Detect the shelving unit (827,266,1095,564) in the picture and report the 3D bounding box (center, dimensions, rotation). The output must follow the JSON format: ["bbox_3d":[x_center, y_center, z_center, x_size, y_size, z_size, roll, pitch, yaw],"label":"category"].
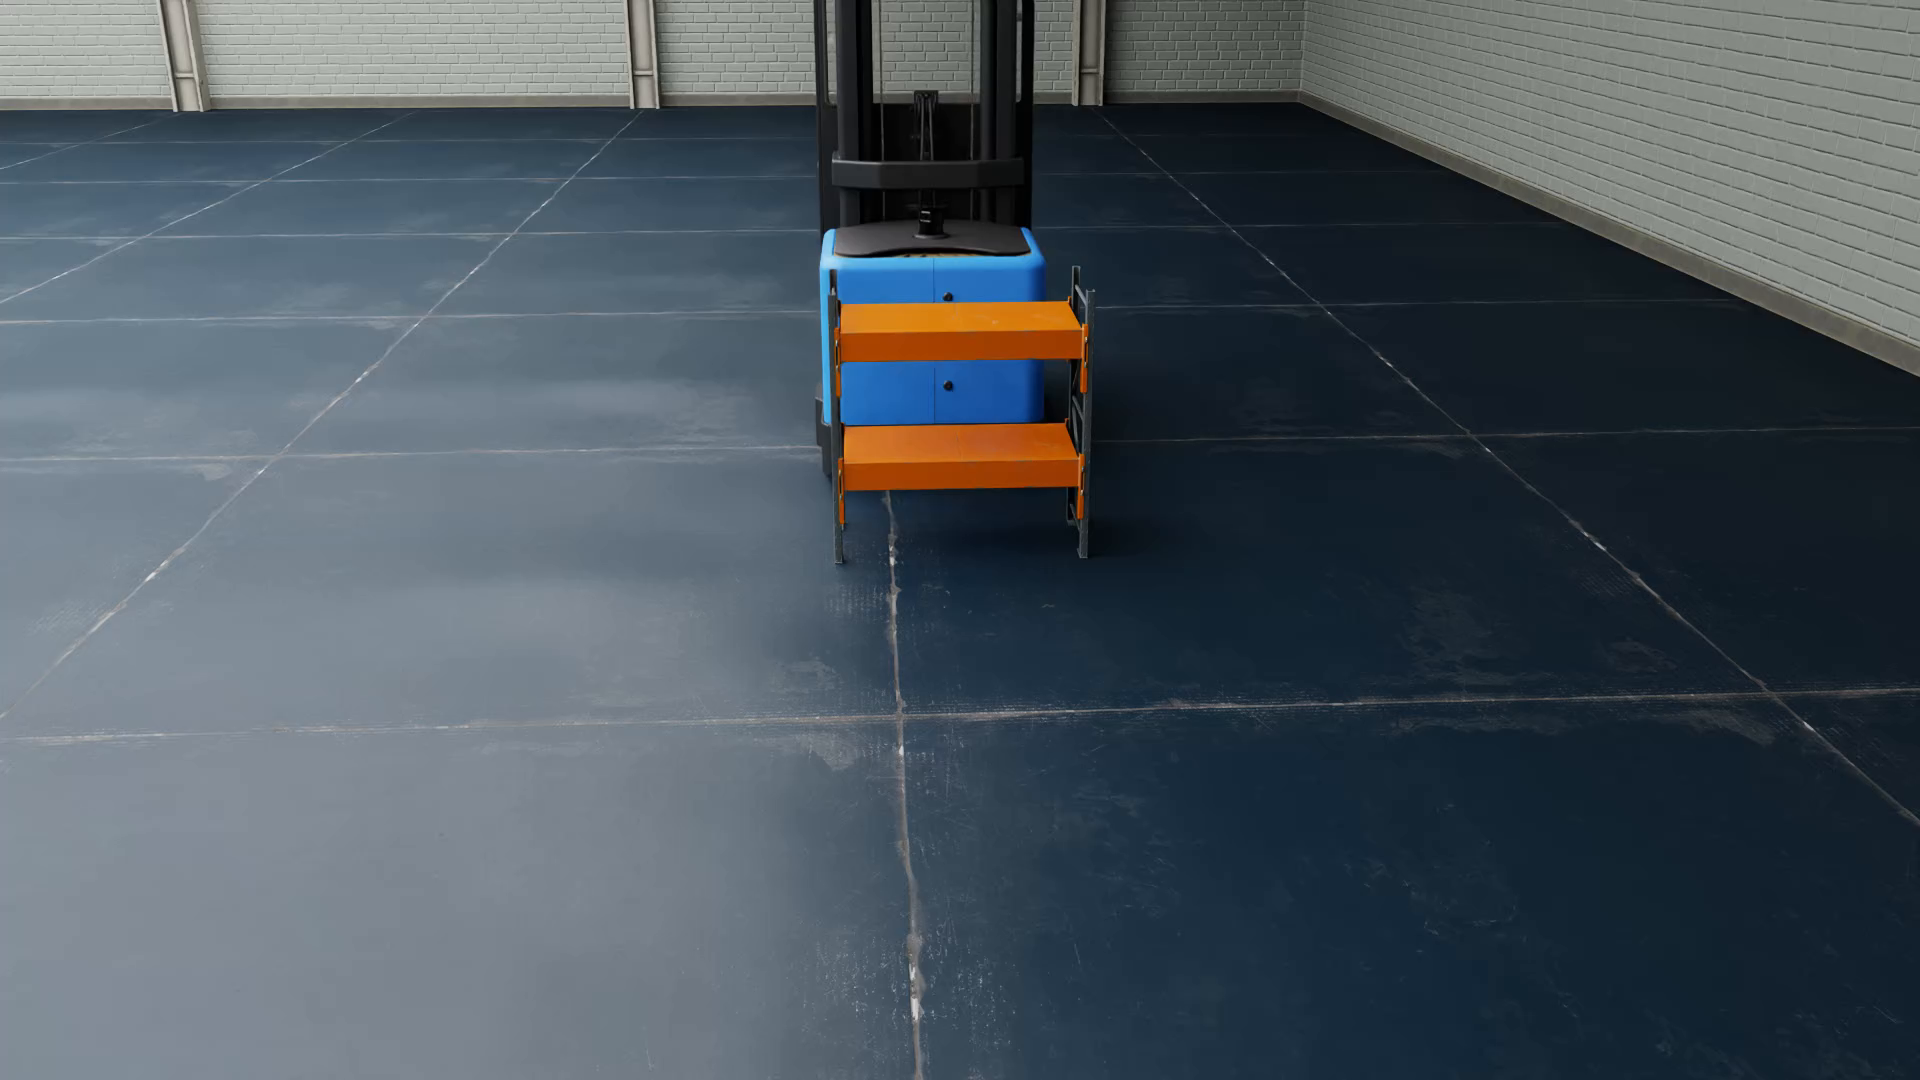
[{"bbox_3d":[-0.007,-0.526,6.920,1.048,1.125,0.538,-1,21,-3],"label":"shelving unit"}]

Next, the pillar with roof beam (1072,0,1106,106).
[{"bbox_3d":[1.992,-8.655,17.207,0.400,9.000,9.100,-1,21,-3],"label":"pillar with roof beam"}]

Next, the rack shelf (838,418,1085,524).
[{"bbox_3d":[-0.007,-0.297,7.007,1.000,0.278,0.538,-1,21,-3],"label":"rack shelf"}]

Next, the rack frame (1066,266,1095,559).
[{"bbox_3d":[0.501,-0.536,6.948,0.032,1.125,0.500,-1,21,-3],"label":"rack frame"}]

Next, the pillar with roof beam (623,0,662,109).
[{"bbox_3d":[-3.999,-8.533,16.886,0.400,9.000,9.100,-1,21,-3],"label":"pillar with roof beam"}]

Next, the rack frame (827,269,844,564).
[{"bbox_3d":[-0.514,-0.515,6.893,0.032,1.125,0.500,-1,21,-3],"label":"rack frame"}]

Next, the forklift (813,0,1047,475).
[{"bbox_3d":[-0.190,-2.140,8.622,1.130,2.935,3.031,-1,21,-3],"label":"forklift"}]

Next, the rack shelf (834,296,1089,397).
[{"bbox_3d":[-0.007,-0.799,6.816,1.000,0.278,0.538,-1,21,-3],"label":"rack shelf"}]

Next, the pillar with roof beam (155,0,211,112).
[{"bbox_3d":[-9.989,-8.411,16.566,0.400,9.000,9.100,-1,21,-3],"label":"pillar with roof beam"}]
